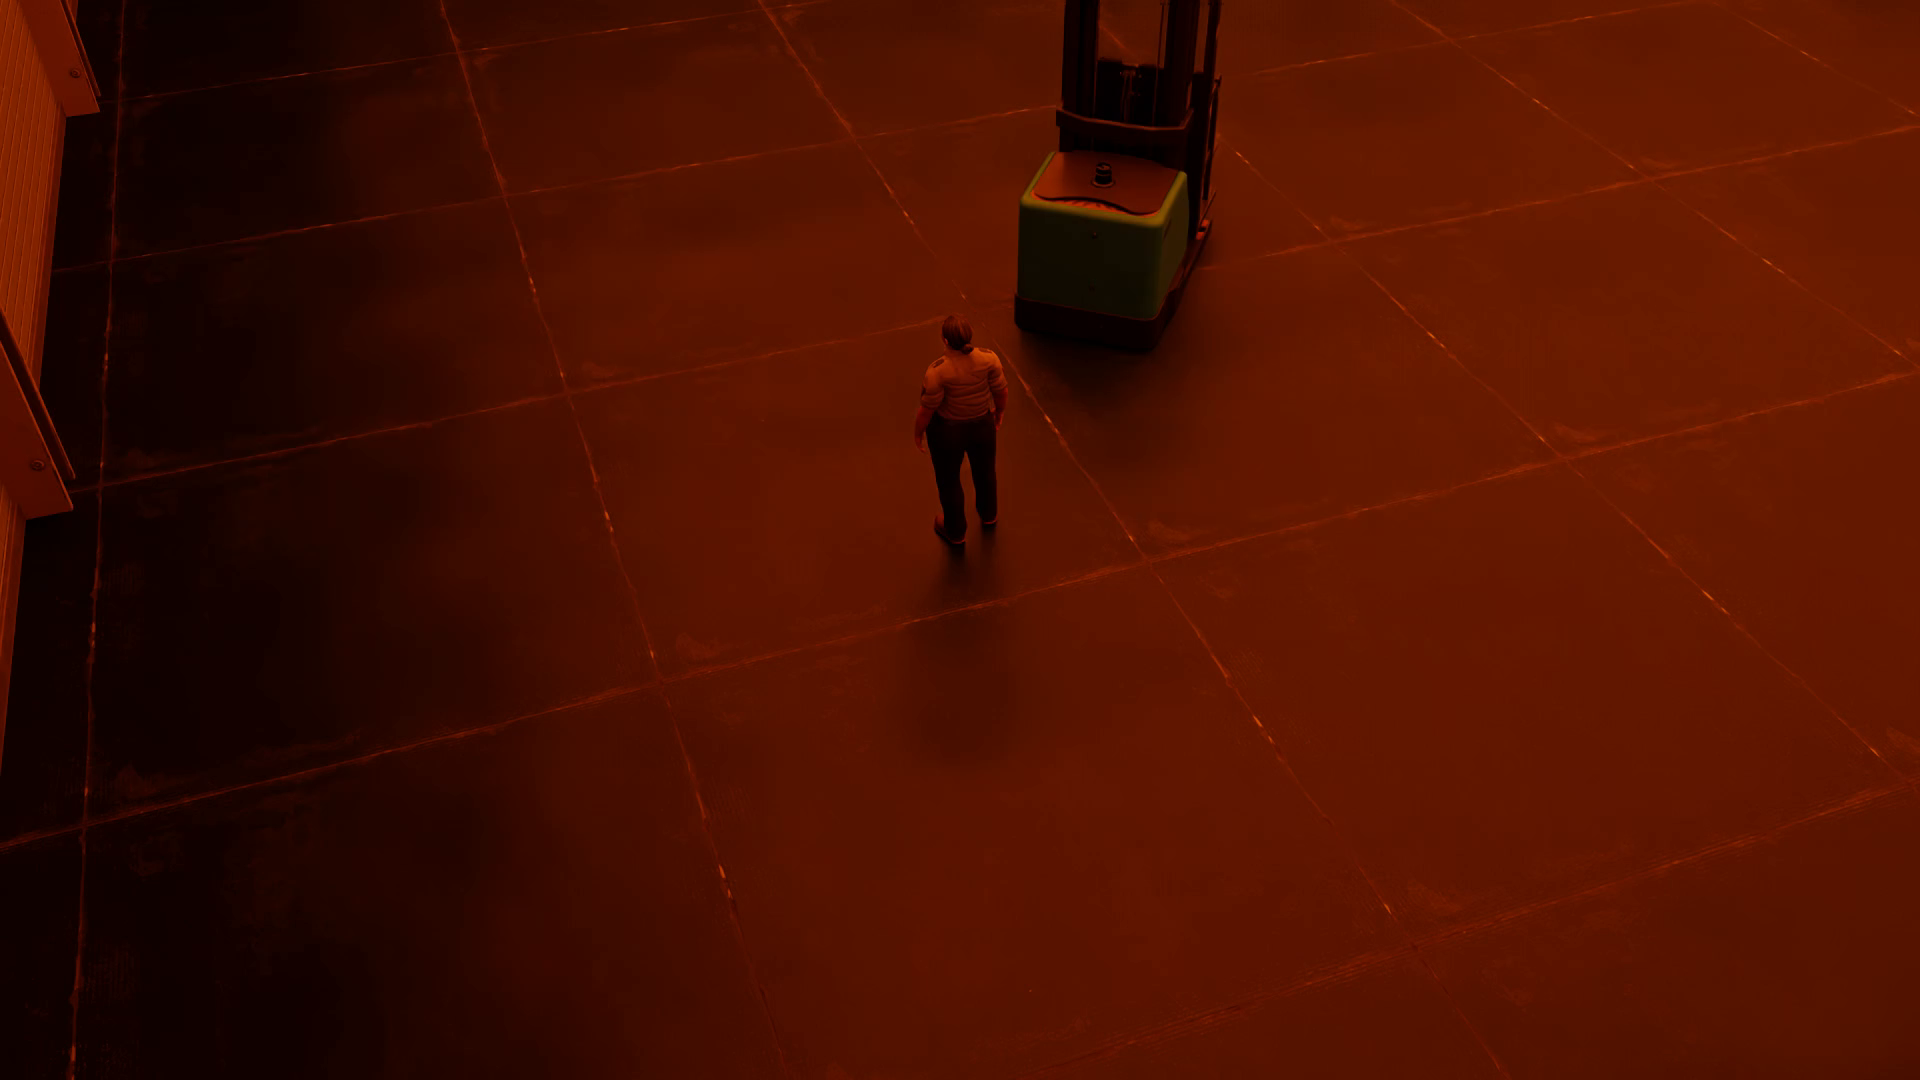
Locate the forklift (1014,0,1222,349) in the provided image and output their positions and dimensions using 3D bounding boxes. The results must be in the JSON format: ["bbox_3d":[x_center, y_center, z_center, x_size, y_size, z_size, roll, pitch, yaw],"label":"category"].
[{"bbox_3d":[1.347,-3.431,12.082,1.130,2.935,3.031,12,42,14],"label":"forklift"}]

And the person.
[{"bbox_3d":[-0.009,-0.696,9.812,0.598,1.651,0.502,-13,42,-15],"label":"person"}]
